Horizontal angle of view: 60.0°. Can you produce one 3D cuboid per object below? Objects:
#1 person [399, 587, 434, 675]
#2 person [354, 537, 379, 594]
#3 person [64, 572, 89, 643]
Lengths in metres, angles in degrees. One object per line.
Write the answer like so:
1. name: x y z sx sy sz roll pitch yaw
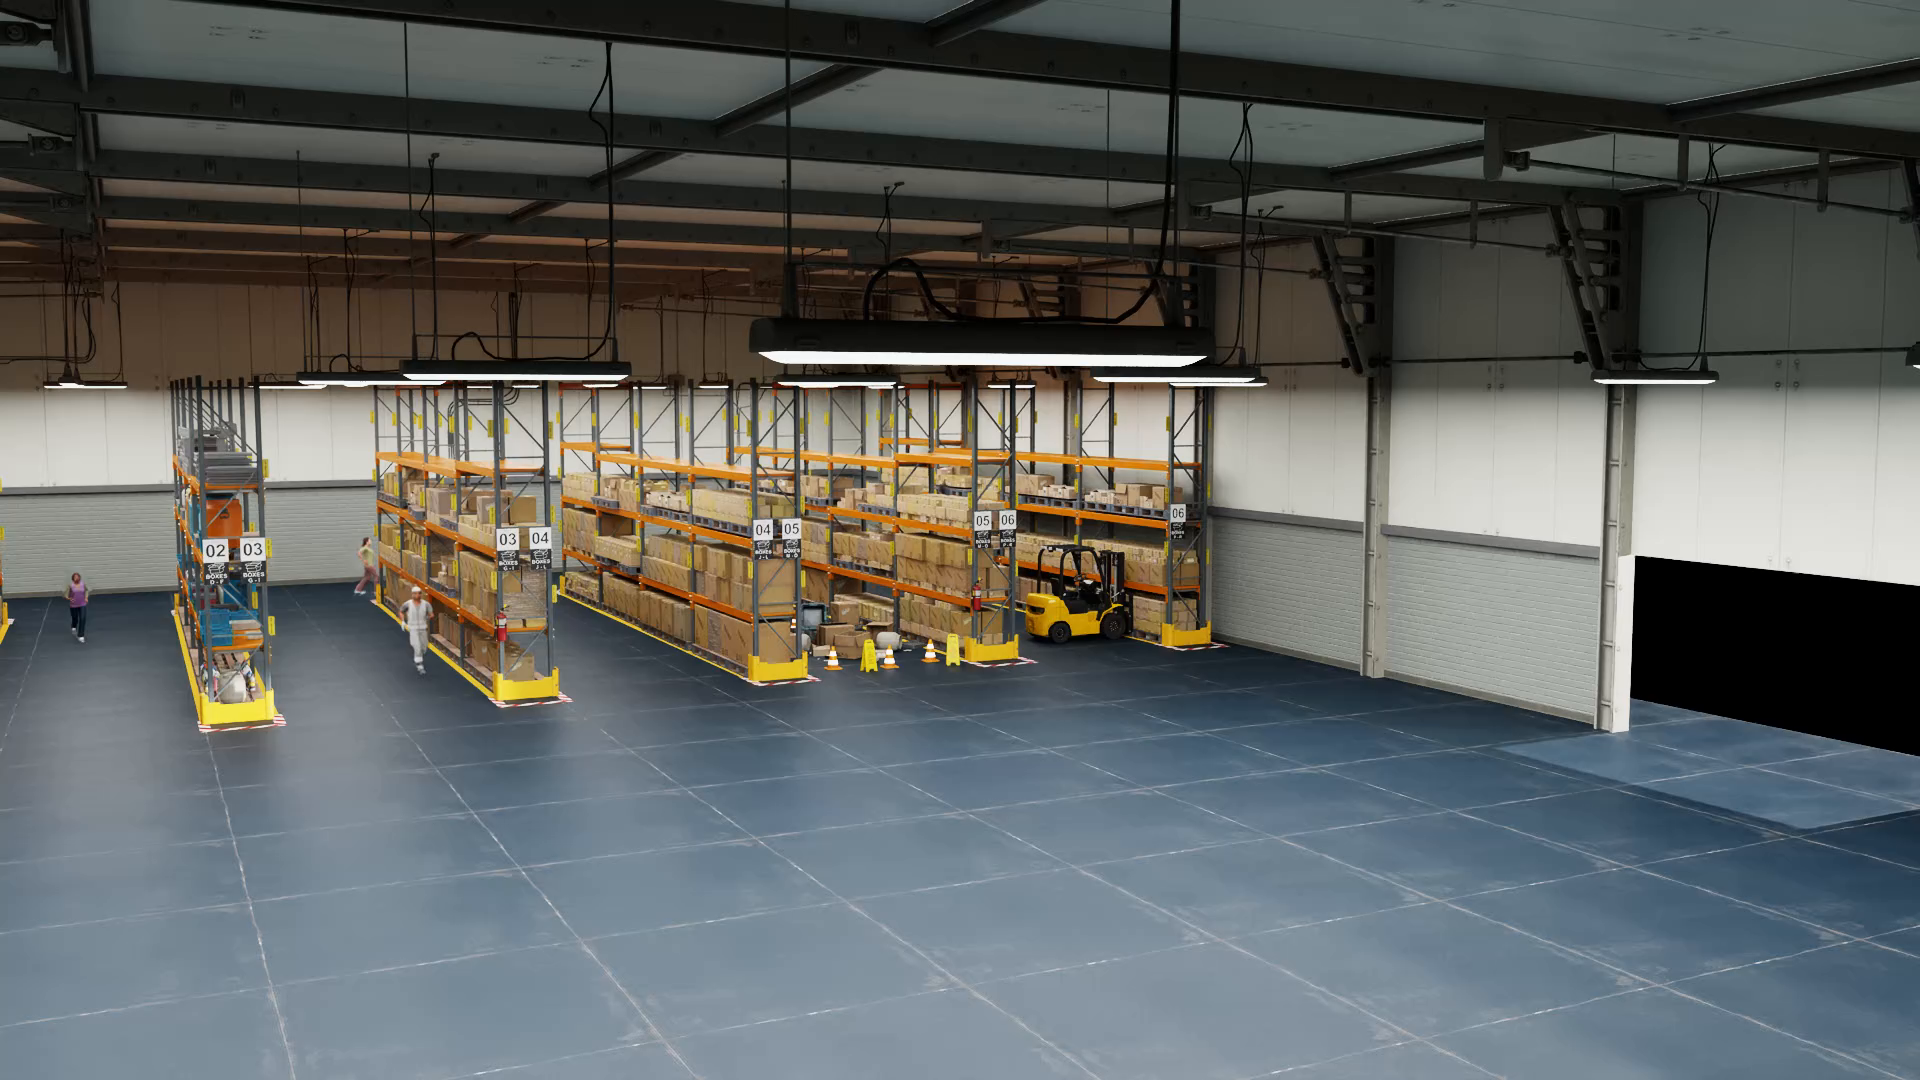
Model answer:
1. person: -11.032 1.821 33.810 0.660 1.769 0.907 -3 6 -31
2. person: -16.555 0.770 46.560 0.820 1.706 0.582 -2 5 -19
3. person: -20.316 1.539 38.287 0.538 1.596 0.812 -4 6 -37
